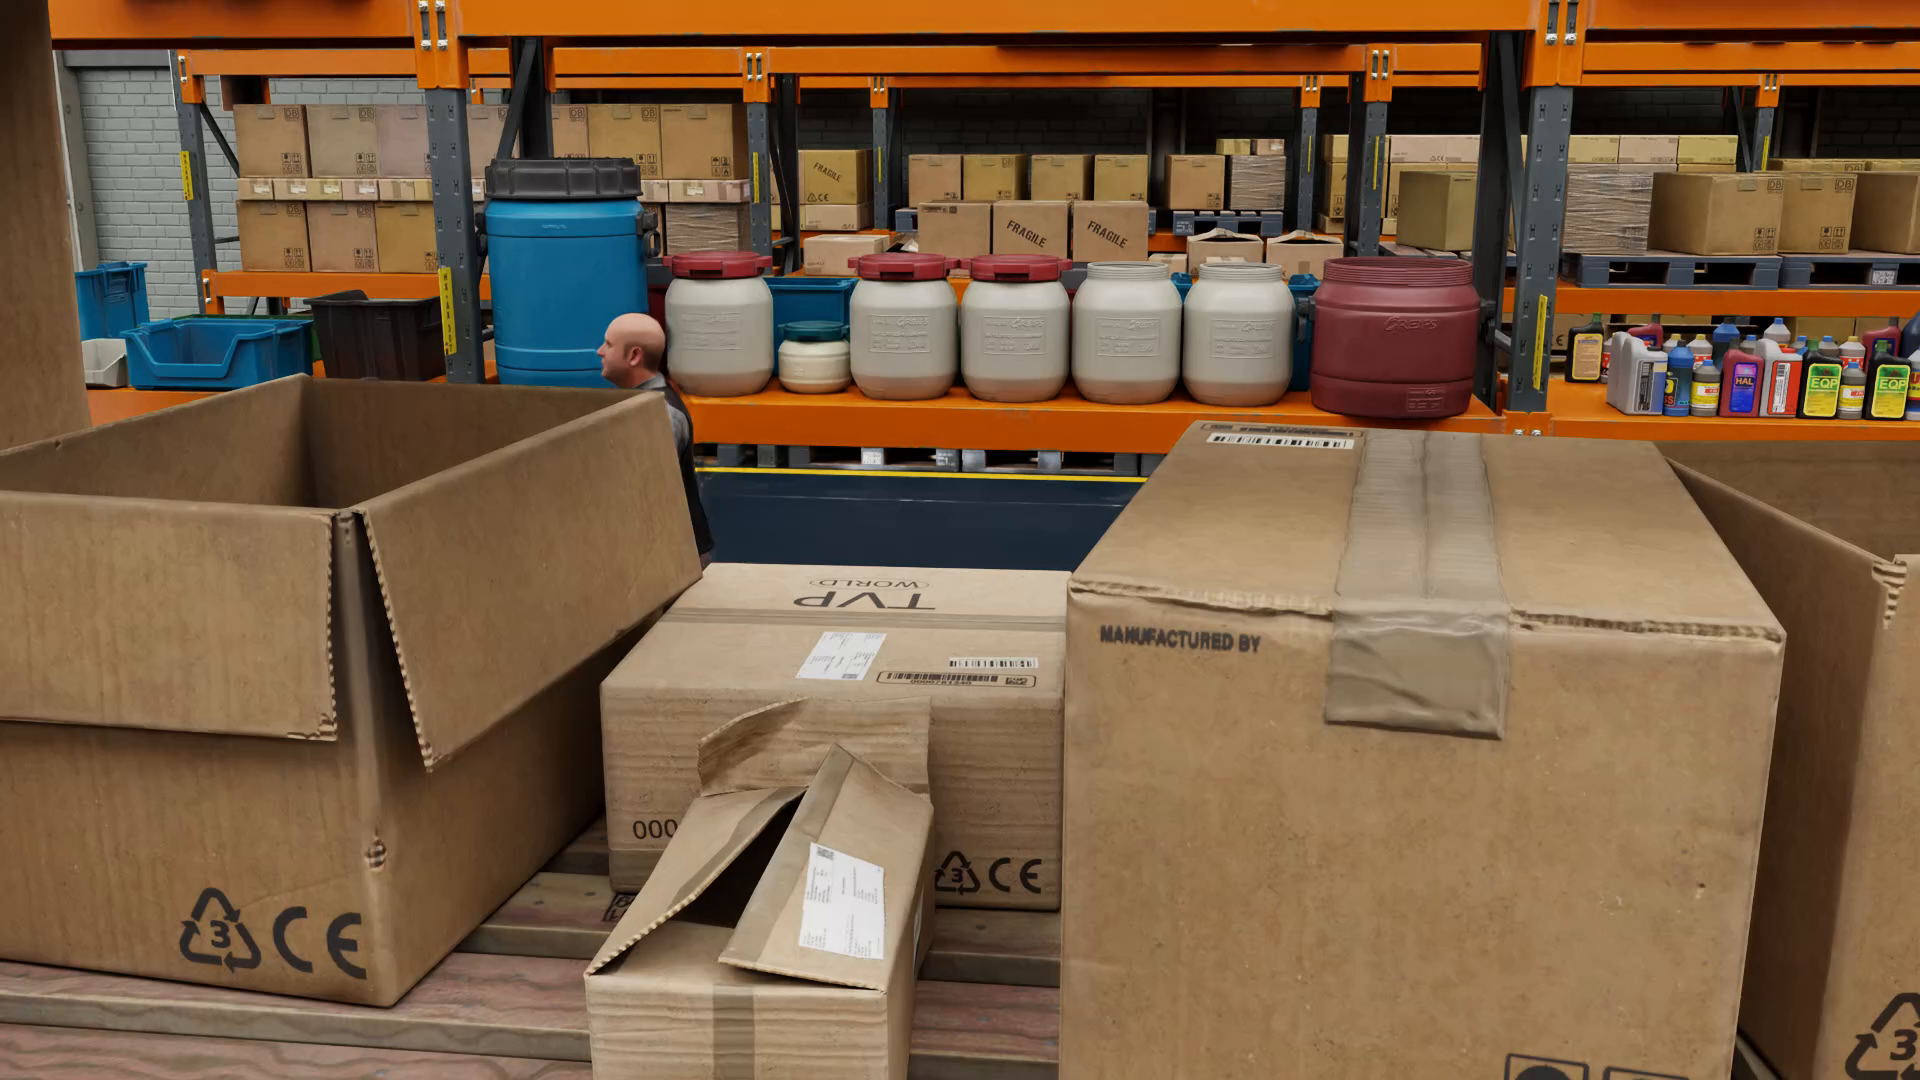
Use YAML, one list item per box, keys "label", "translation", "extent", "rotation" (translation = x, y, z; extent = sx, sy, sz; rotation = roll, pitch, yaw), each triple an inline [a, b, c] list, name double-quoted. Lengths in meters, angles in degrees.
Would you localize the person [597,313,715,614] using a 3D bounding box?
- label: "person"
  translation: [-1.087, 0.099, 5.690]
  extent: [0.832, 1.745, 0.567]
  rotation: [-5, 15, -20]
